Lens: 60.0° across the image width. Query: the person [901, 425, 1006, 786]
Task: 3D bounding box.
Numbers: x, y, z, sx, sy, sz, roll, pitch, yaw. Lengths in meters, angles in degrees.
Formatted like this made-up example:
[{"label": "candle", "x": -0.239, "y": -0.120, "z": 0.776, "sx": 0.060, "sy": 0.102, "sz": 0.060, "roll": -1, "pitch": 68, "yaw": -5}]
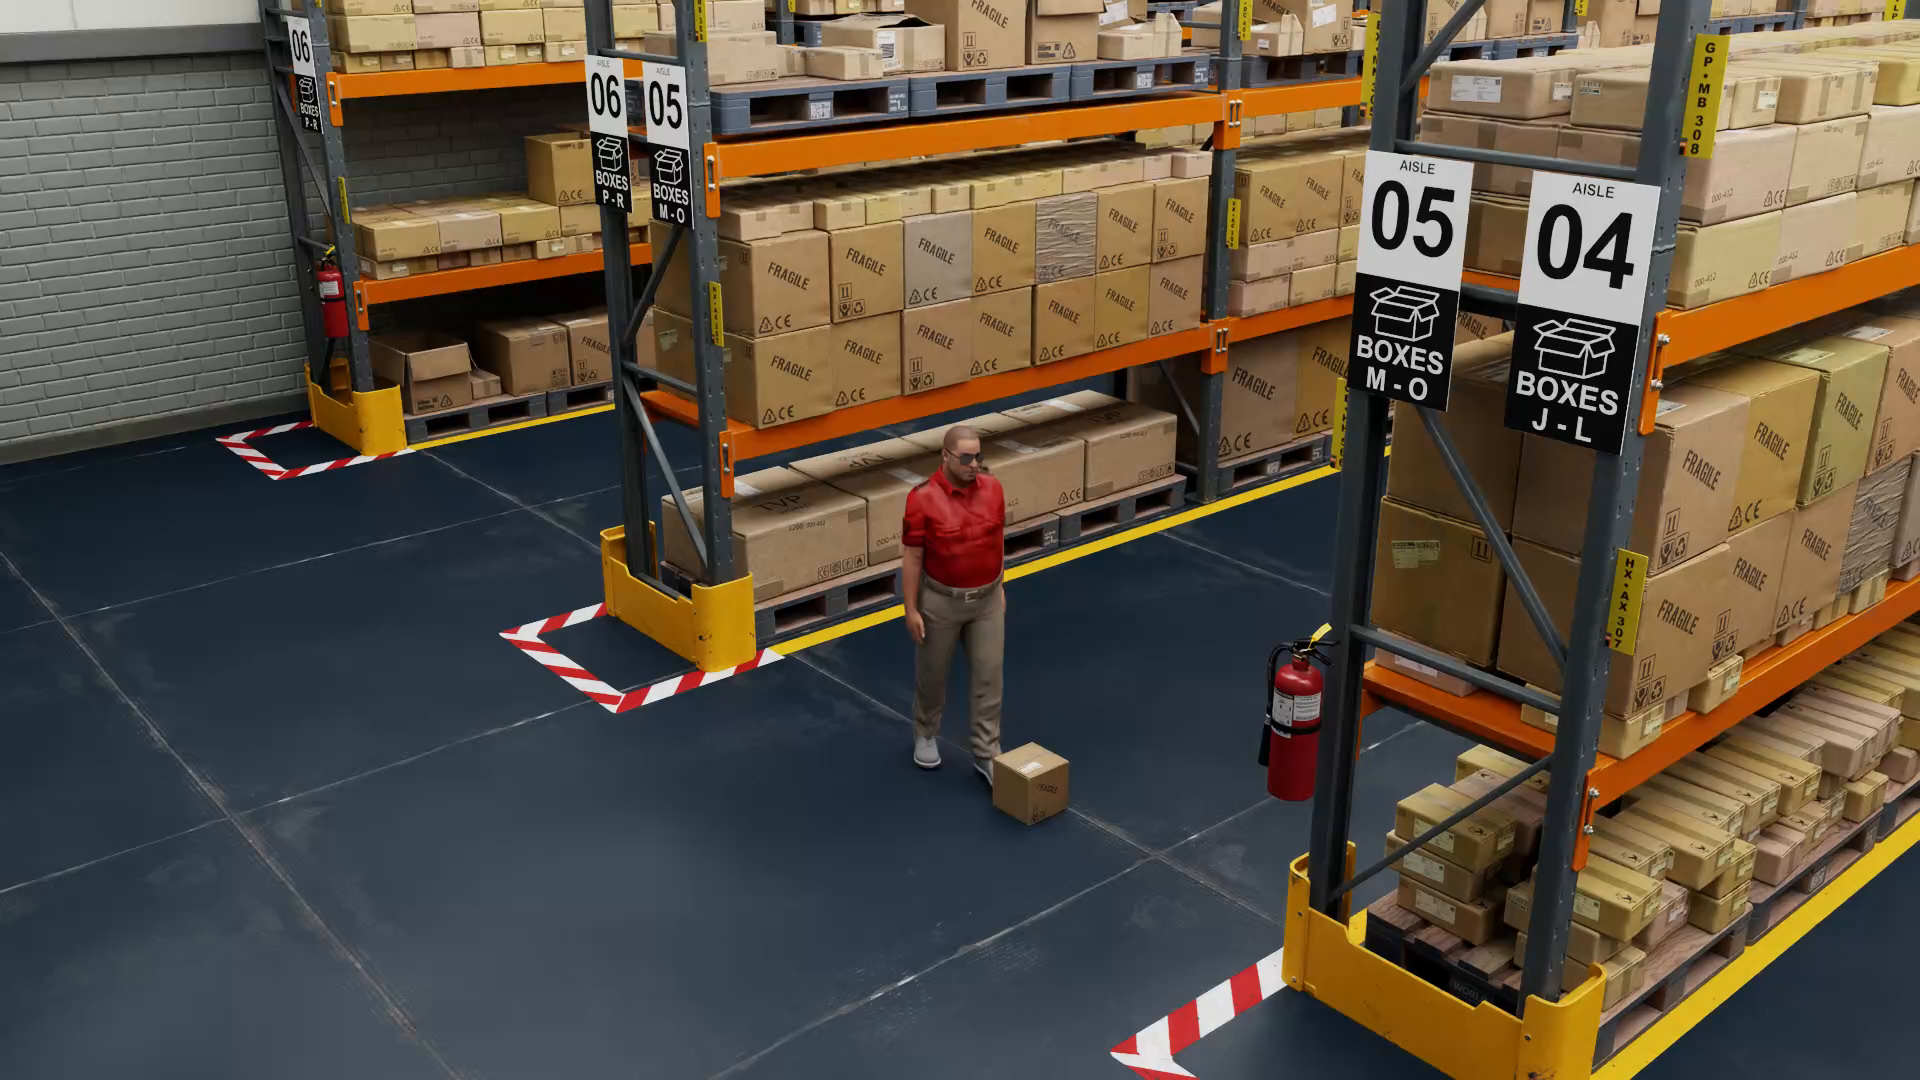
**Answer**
[{"label": "person", "x": 0.000, "y": 0.302, "z": 7.793, "sx": 0.557, "sy": 1.724, "sz": 0.677, "roll": -9, "pitch": 23, "yaw": -23}]
